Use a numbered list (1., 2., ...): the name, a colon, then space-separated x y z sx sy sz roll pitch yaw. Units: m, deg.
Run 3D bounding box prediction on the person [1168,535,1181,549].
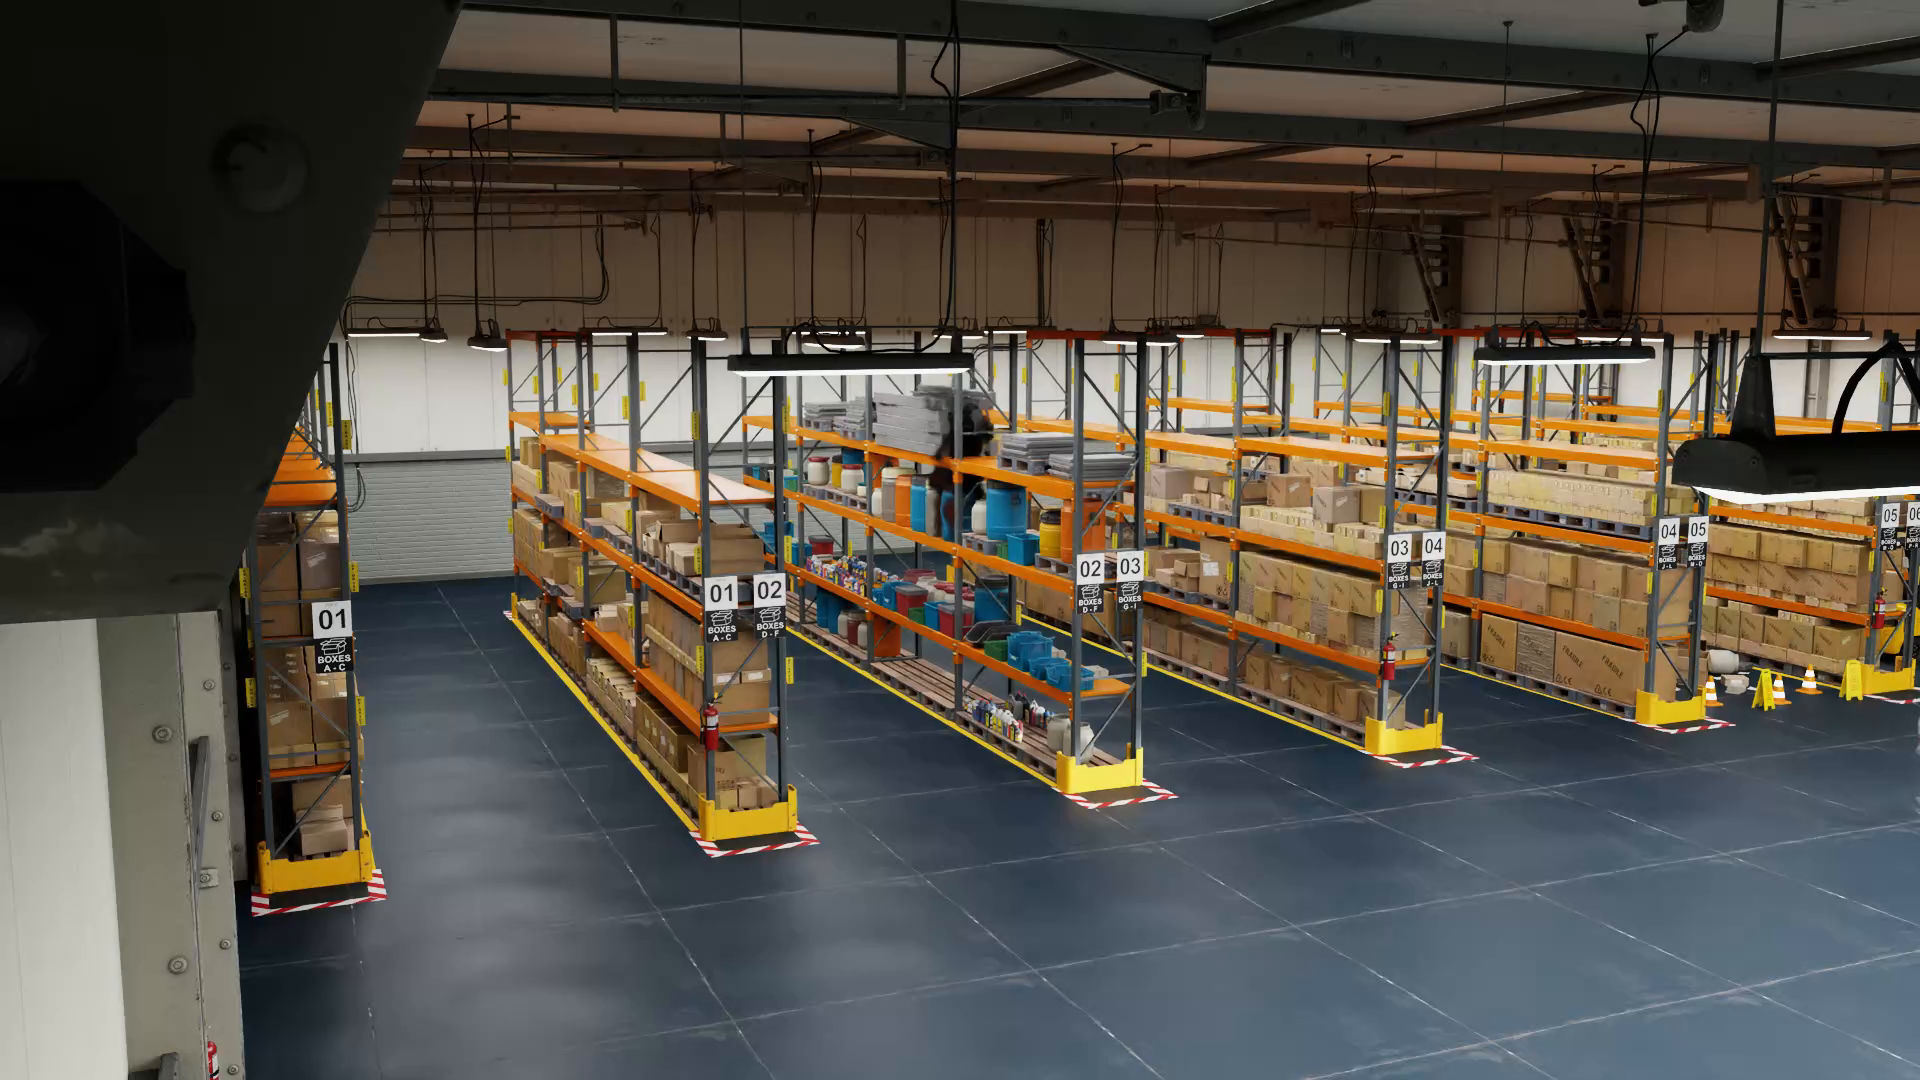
1. person: 5.271 -0.224 42.147 0.913 1.674 0.630 -3 8 -21
